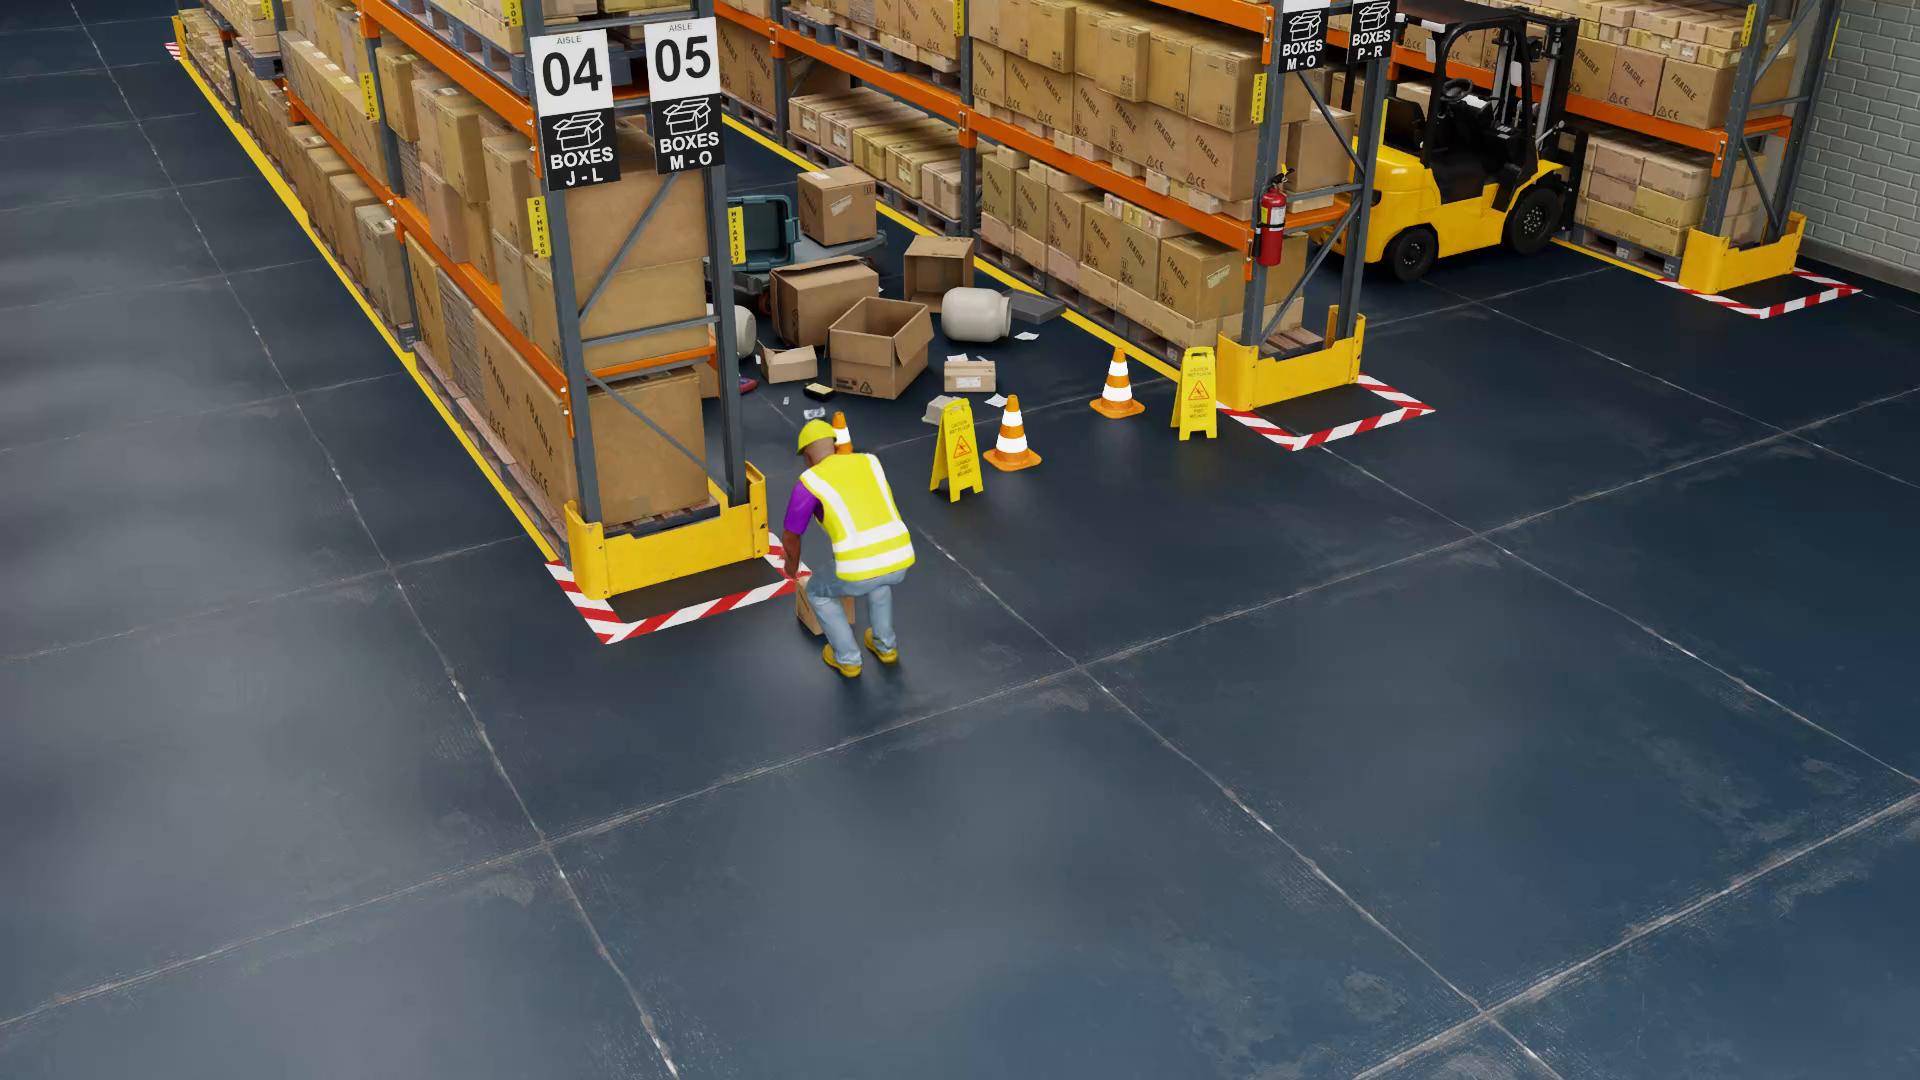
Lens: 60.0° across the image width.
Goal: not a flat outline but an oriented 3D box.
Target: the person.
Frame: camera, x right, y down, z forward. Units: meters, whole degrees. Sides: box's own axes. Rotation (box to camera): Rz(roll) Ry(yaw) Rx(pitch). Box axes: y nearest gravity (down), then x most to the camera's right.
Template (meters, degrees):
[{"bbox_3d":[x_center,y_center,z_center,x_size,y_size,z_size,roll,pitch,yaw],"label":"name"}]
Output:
[{"bbox_3d":[-0.636,0.232,9.107,0.512,0.851,0.980,-17,33,-28],"label":"person"}]
